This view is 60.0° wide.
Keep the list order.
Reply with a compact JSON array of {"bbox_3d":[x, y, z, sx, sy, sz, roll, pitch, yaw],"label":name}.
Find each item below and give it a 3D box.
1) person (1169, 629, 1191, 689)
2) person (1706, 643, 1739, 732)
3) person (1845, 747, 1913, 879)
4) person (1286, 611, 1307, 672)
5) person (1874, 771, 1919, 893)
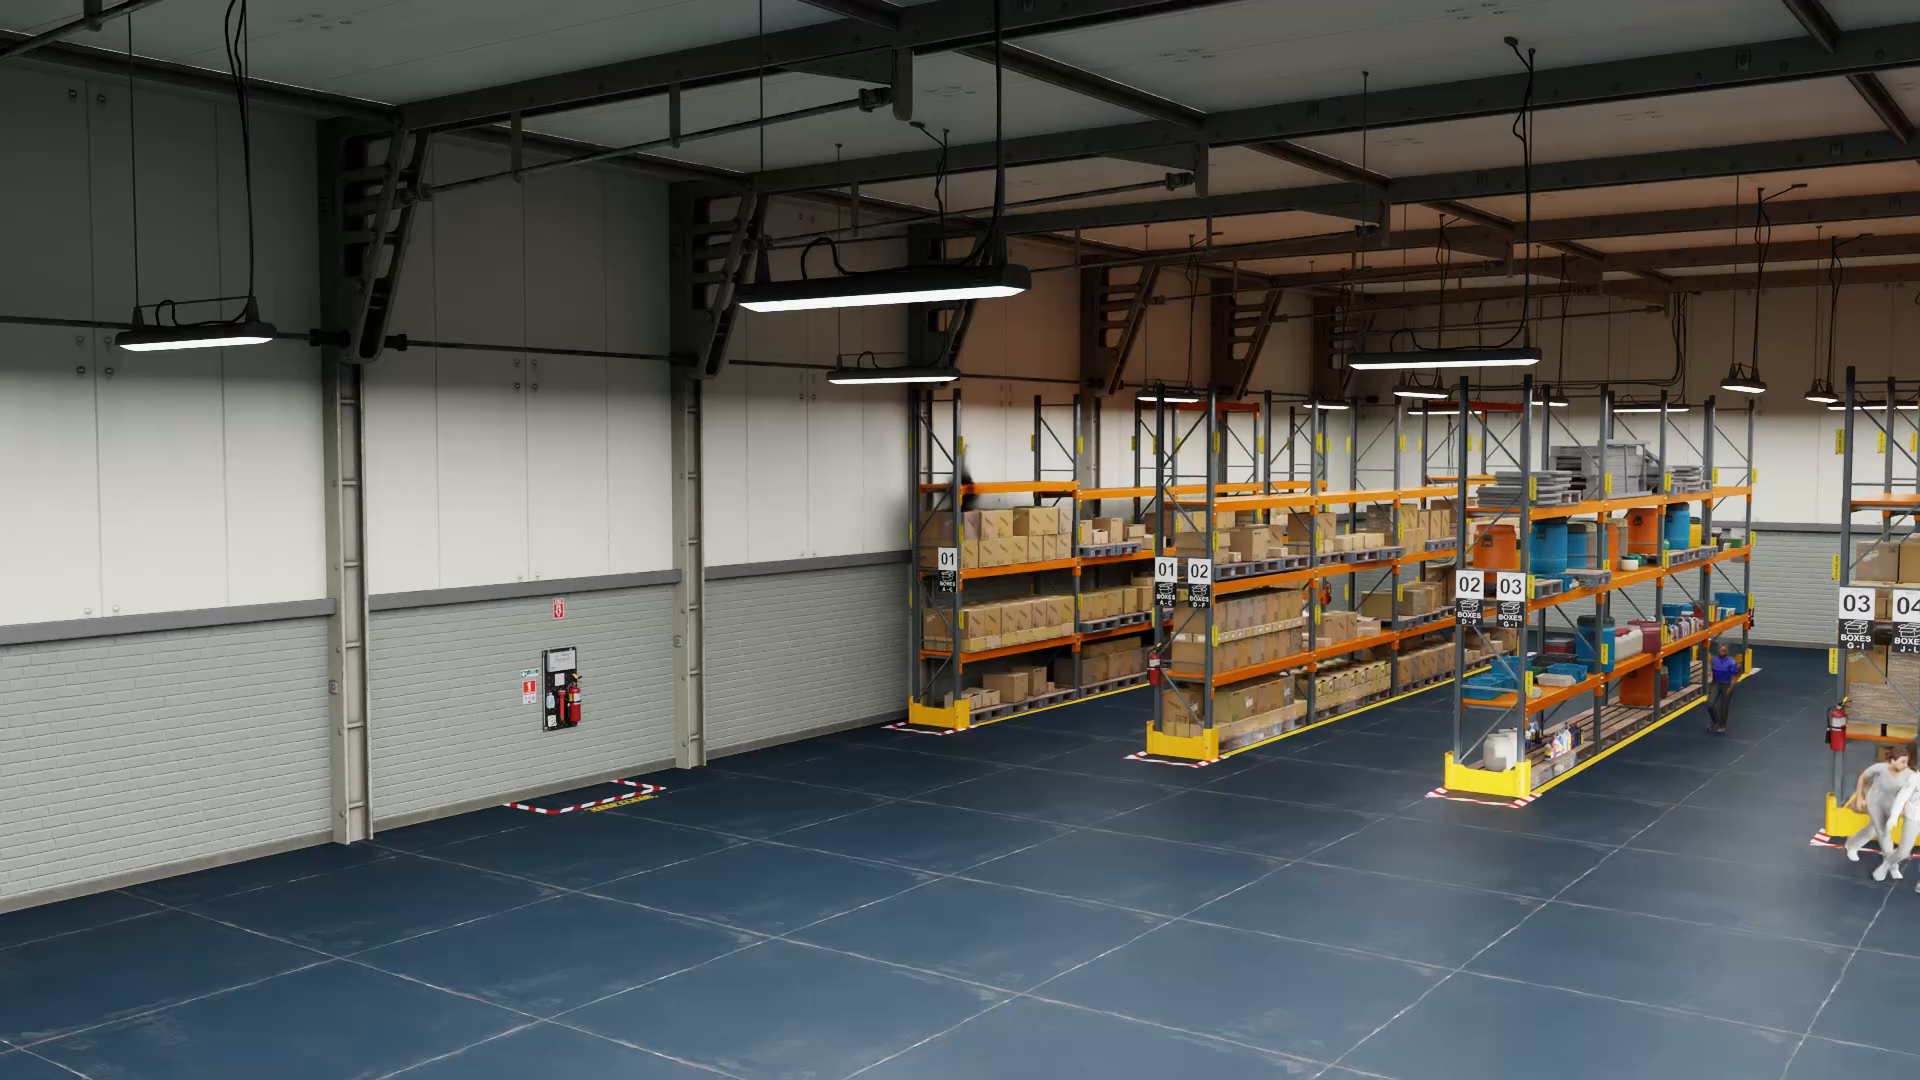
[{"bbox_3d":[4.326,2.269,32.426,0.650,1.729,0.811,2,4,31],"label":"person"},{"bbox_3d":[13.195,2.561,28.762,0.559,1.597,0.706,3,4,41],"label":"person"},{"bbox_3d":[10.757,3.115,19.504,0.578,1.514,1.060,0,3,2],"label":"person"},{"bbox_3d":[7.122,2.103,35.423,0.669,1.785,0.711,3,4,38],"label":"person"},{"bbox_3d":[10.711,3.124,18.639,0.674,1.618,0.703,0,3,-4],"label":"person"}]
